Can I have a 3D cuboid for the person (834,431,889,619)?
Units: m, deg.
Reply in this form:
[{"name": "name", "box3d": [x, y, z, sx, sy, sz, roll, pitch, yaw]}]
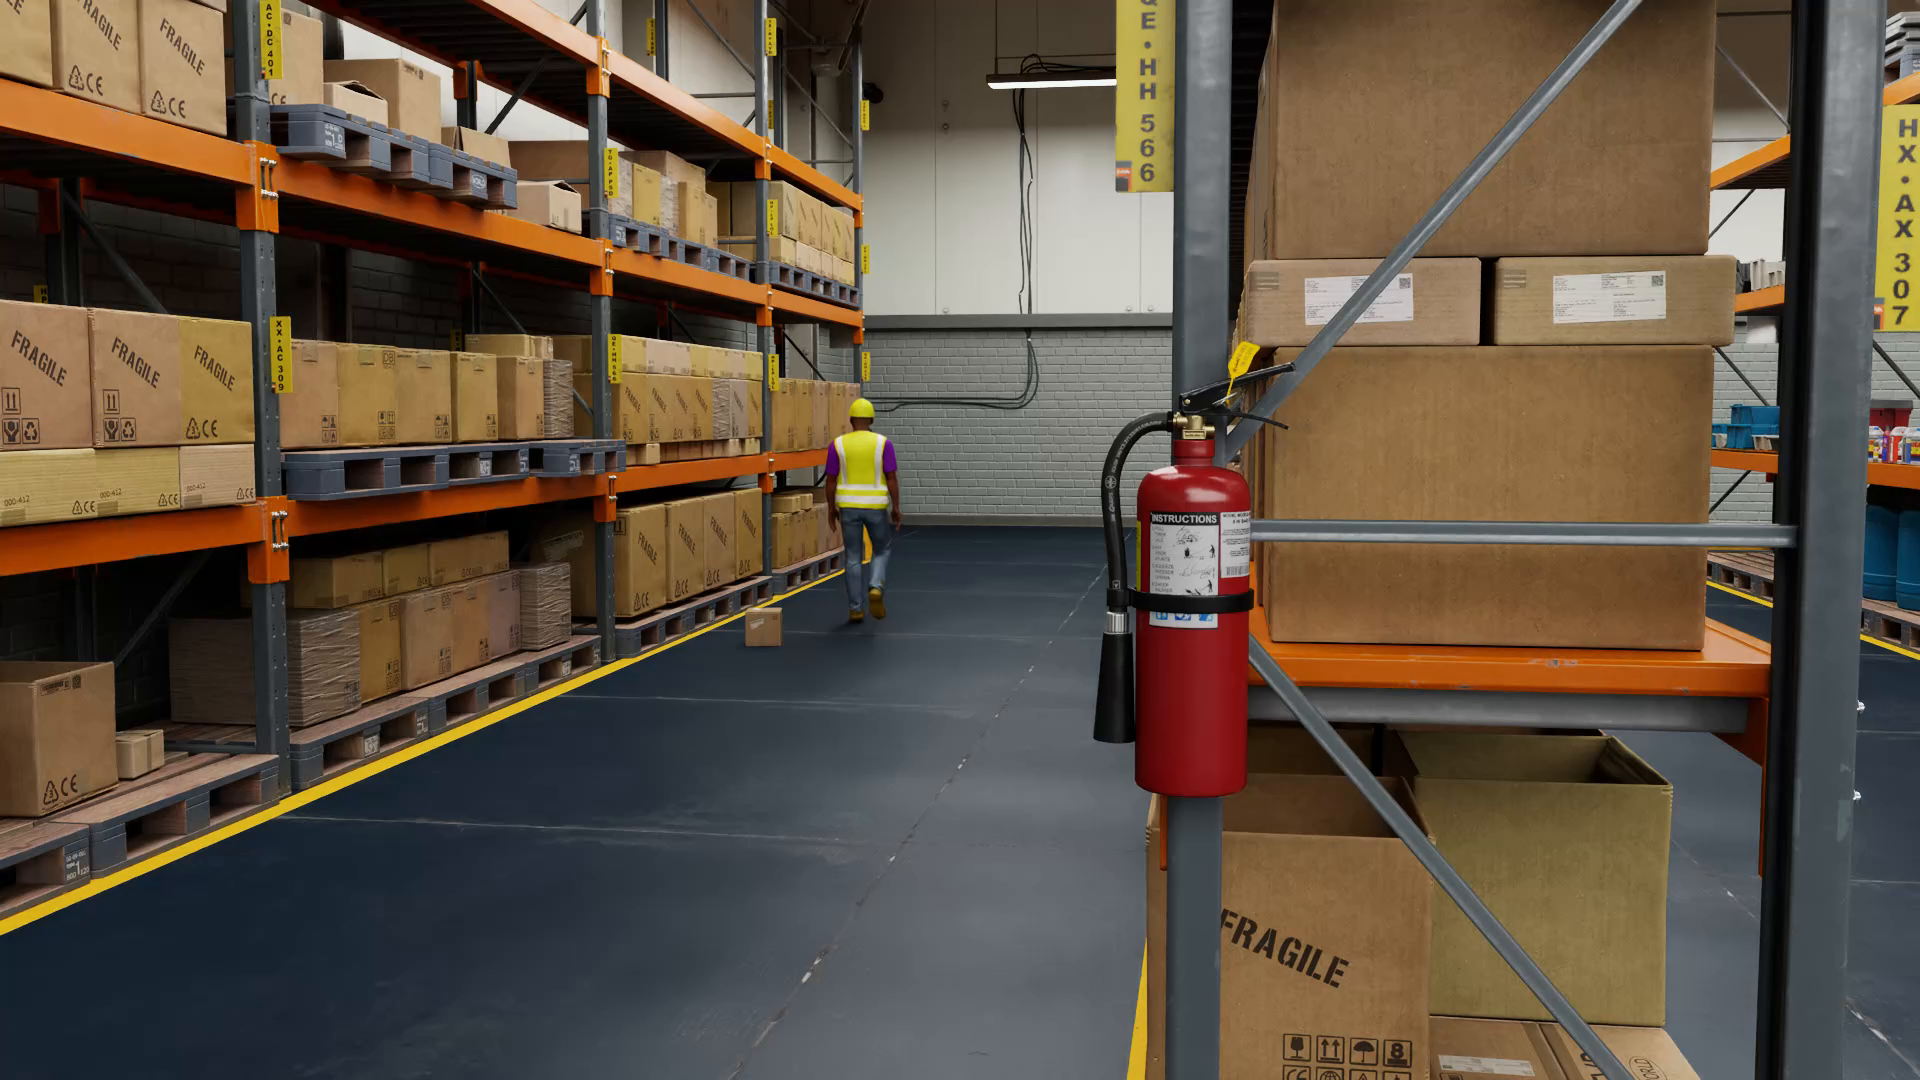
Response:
[{"name": "person", "box3d": [7.188, -0.437, 6.774, 15.830, 3.178, 14.058, 0, 4, -2]}]
